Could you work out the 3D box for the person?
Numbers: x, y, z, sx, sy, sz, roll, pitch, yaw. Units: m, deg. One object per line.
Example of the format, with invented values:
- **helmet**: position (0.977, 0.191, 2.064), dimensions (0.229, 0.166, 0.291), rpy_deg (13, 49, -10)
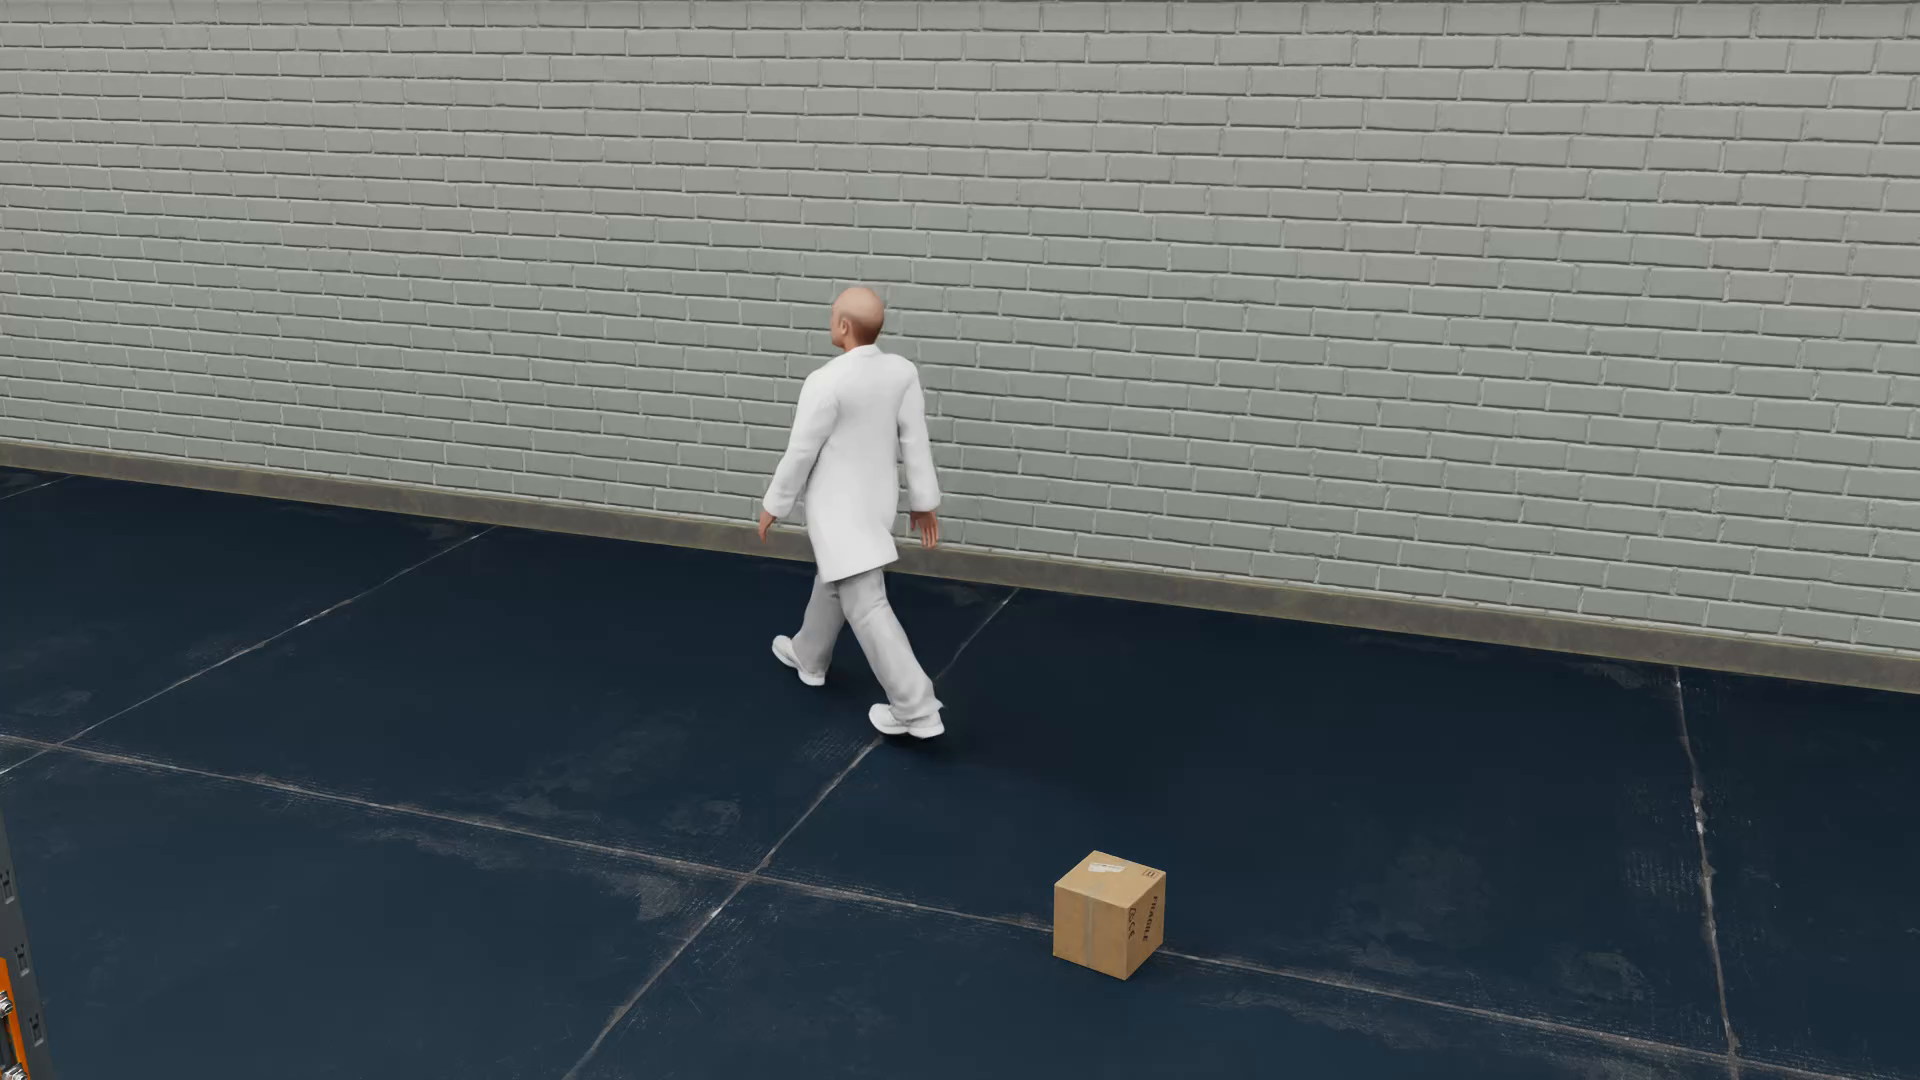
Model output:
- **person**: position (-0.456, -0.138, 6.496), dimensions (1.157, 1.718, 0.612), rpy_deg (14, 23, 36)
